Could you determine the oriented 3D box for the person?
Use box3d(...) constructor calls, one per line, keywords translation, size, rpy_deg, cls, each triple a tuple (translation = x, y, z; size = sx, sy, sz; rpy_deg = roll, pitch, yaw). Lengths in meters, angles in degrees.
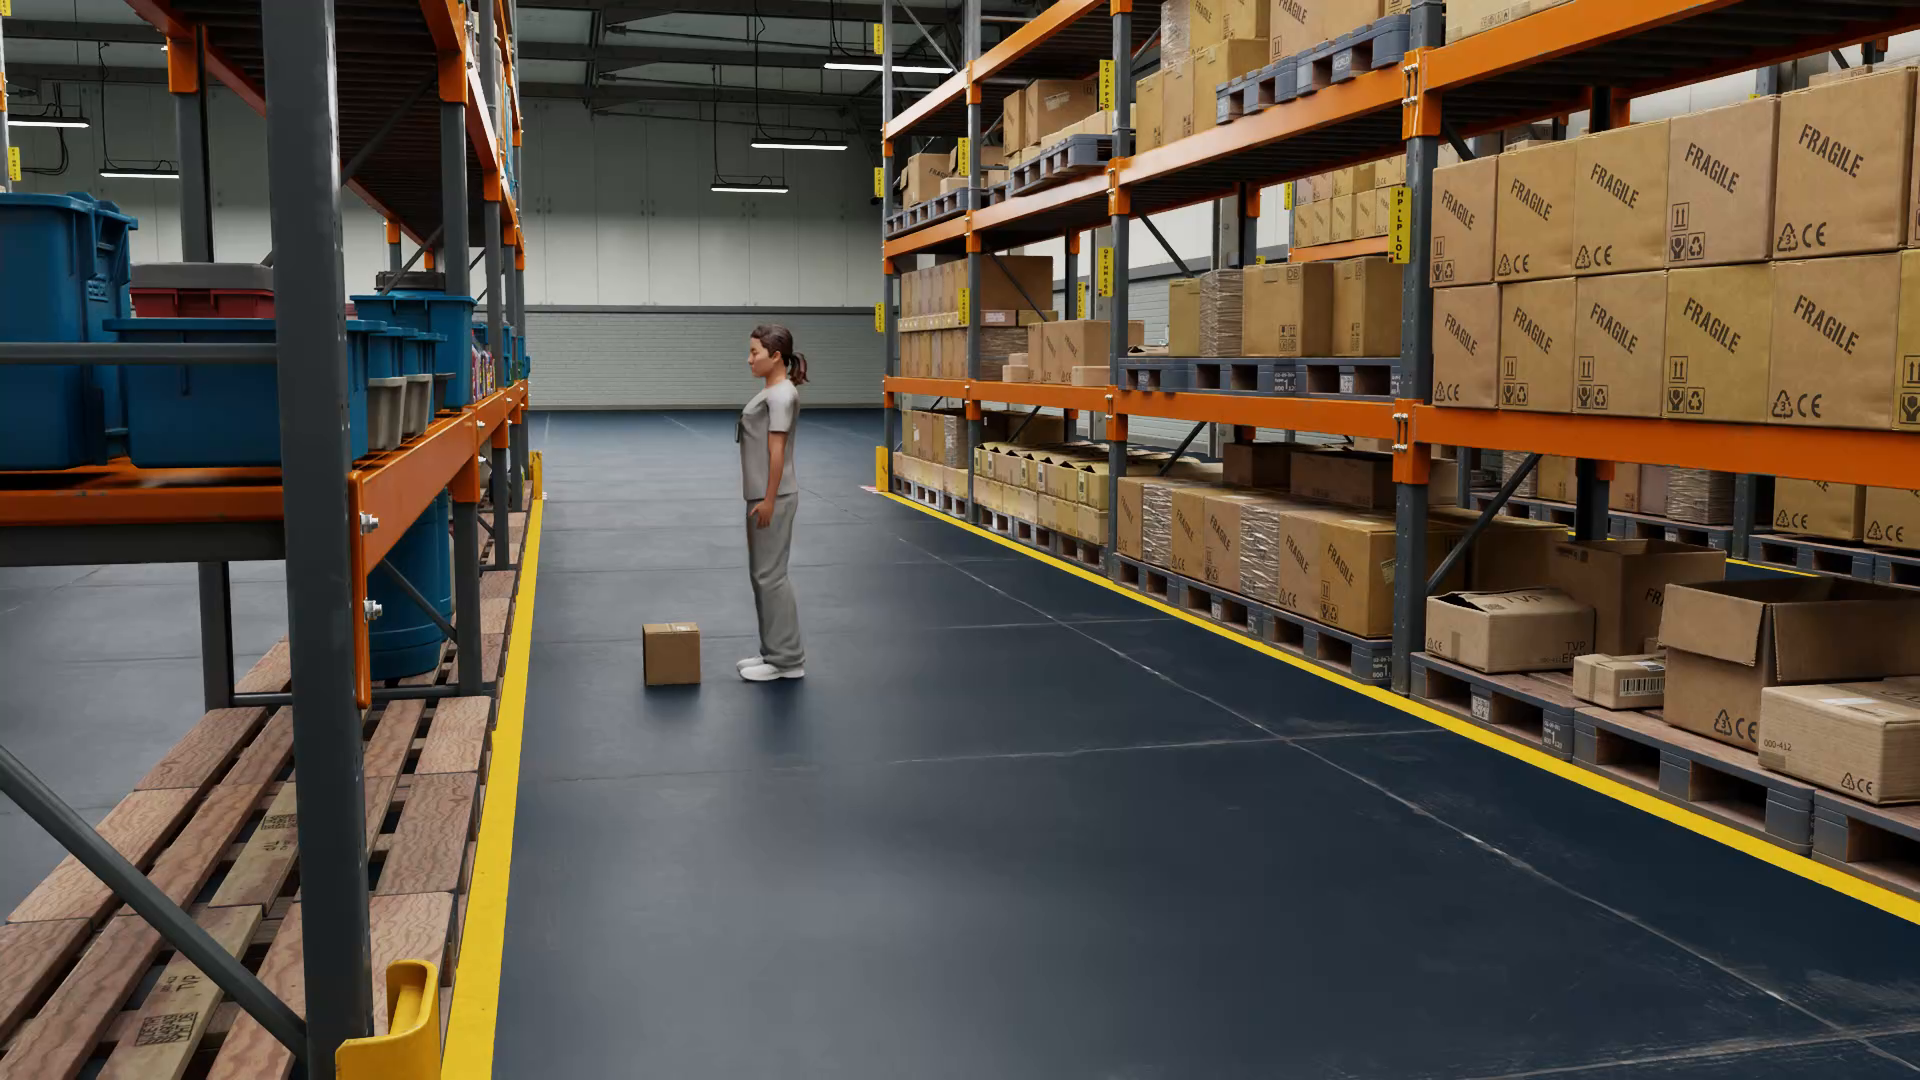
box3d(translation=(-0.878, -0.180, 7.846), size=(0.360, 1.674, 0.438), rpy_deg=(-1, 6, -13), cls="person")
